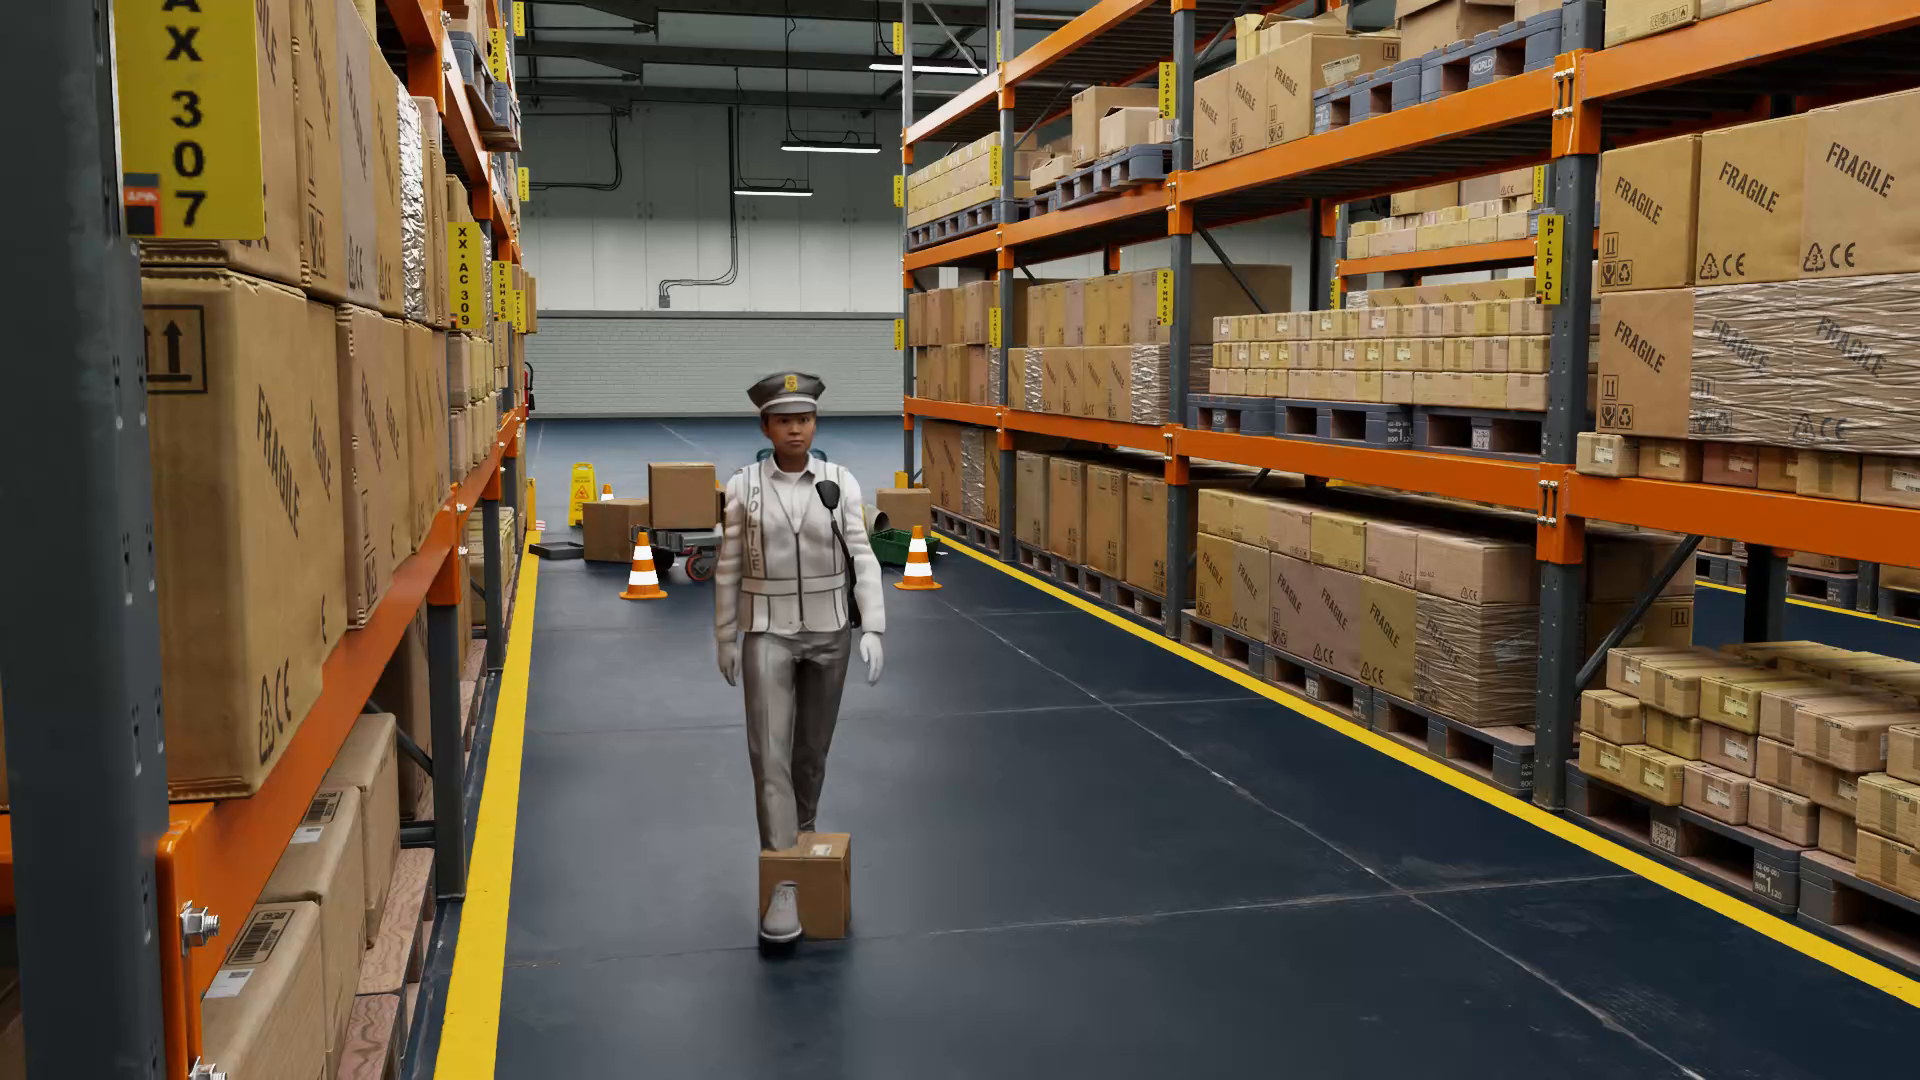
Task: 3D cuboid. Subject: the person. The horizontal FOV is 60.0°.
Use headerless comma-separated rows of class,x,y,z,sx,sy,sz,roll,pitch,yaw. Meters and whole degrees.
person,-0.482,0.301,5.155,0.509,1.639,0.931,-2,6,-15
